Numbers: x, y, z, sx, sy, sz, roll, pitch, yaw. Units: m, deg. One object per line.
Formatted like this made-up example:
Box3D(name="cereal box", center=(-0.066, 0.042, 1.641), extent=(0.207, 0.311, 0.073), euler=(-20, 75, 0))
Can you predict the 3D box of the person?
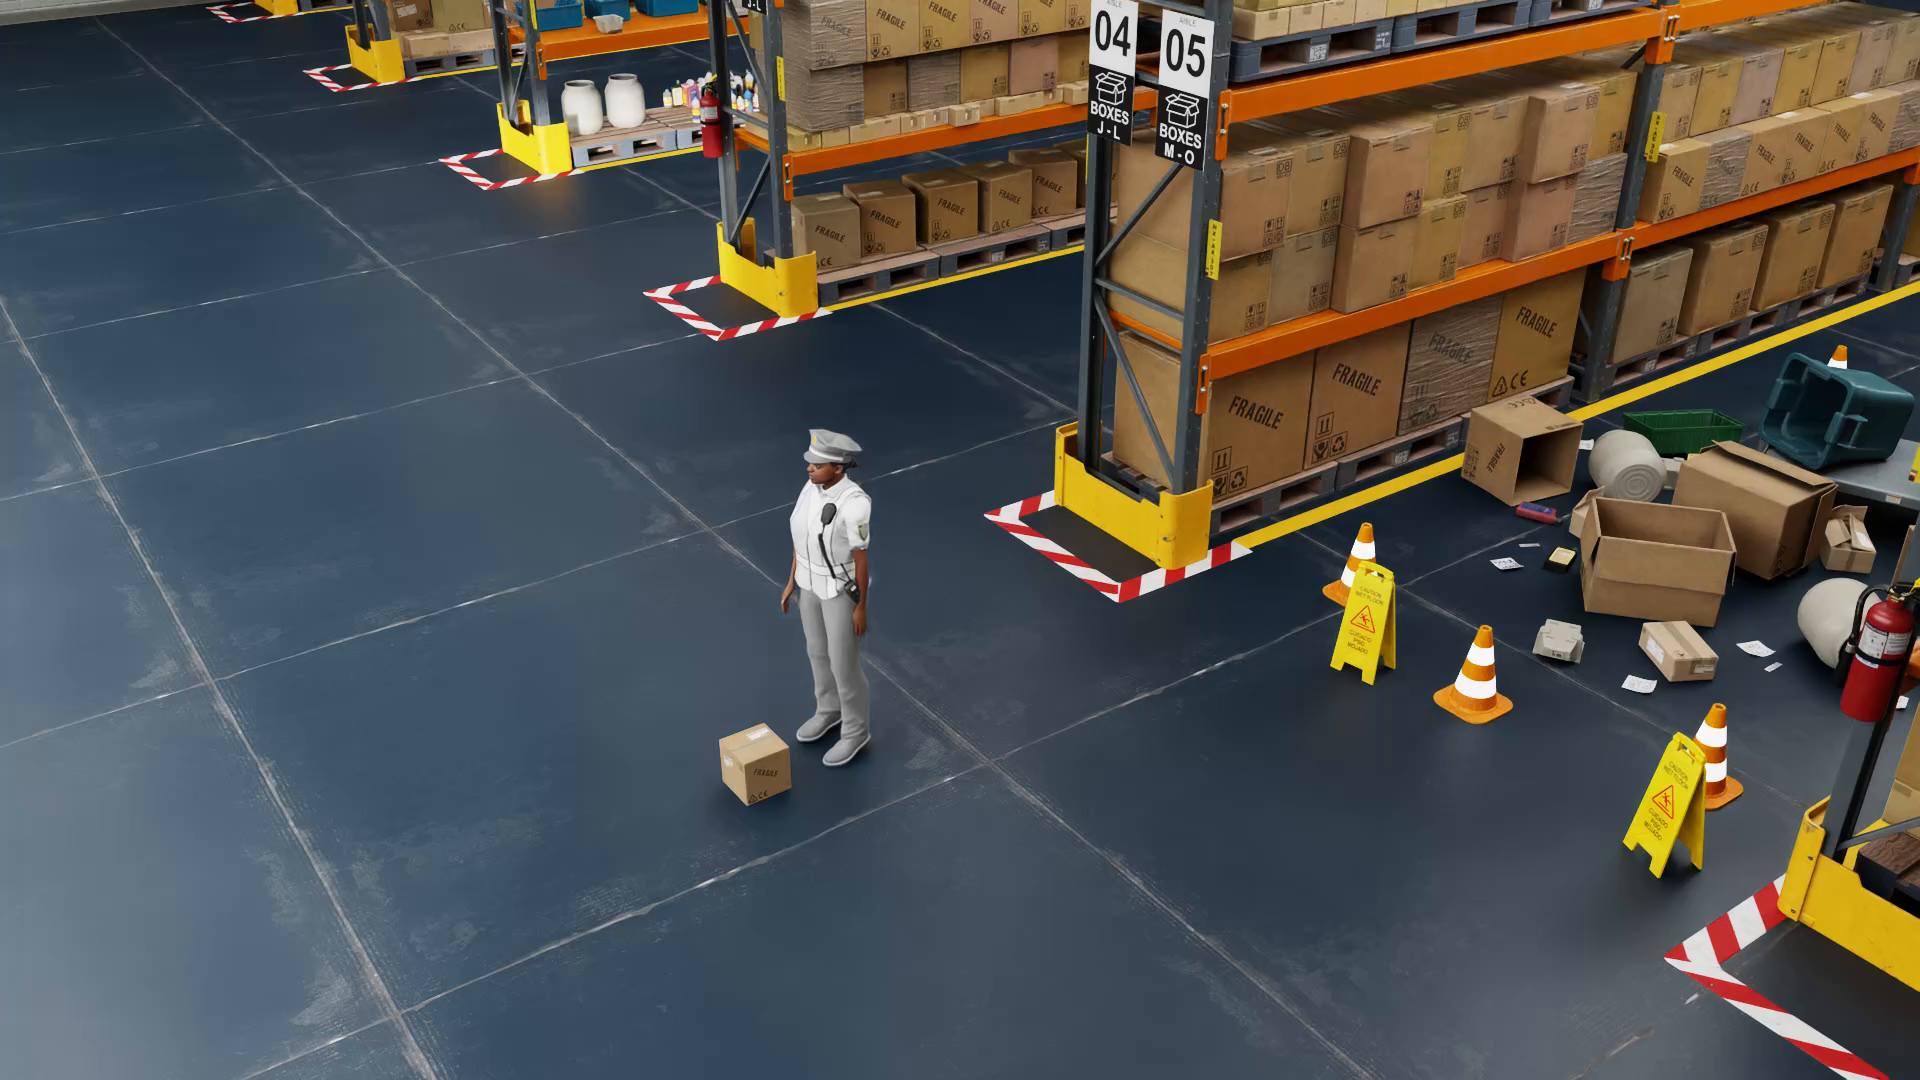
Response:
Box3D(name="person", center=(-0.602, 0.293, 8.010), extent=(0.377, 1.701, 0.449), euler=(-23, 36, -35))
